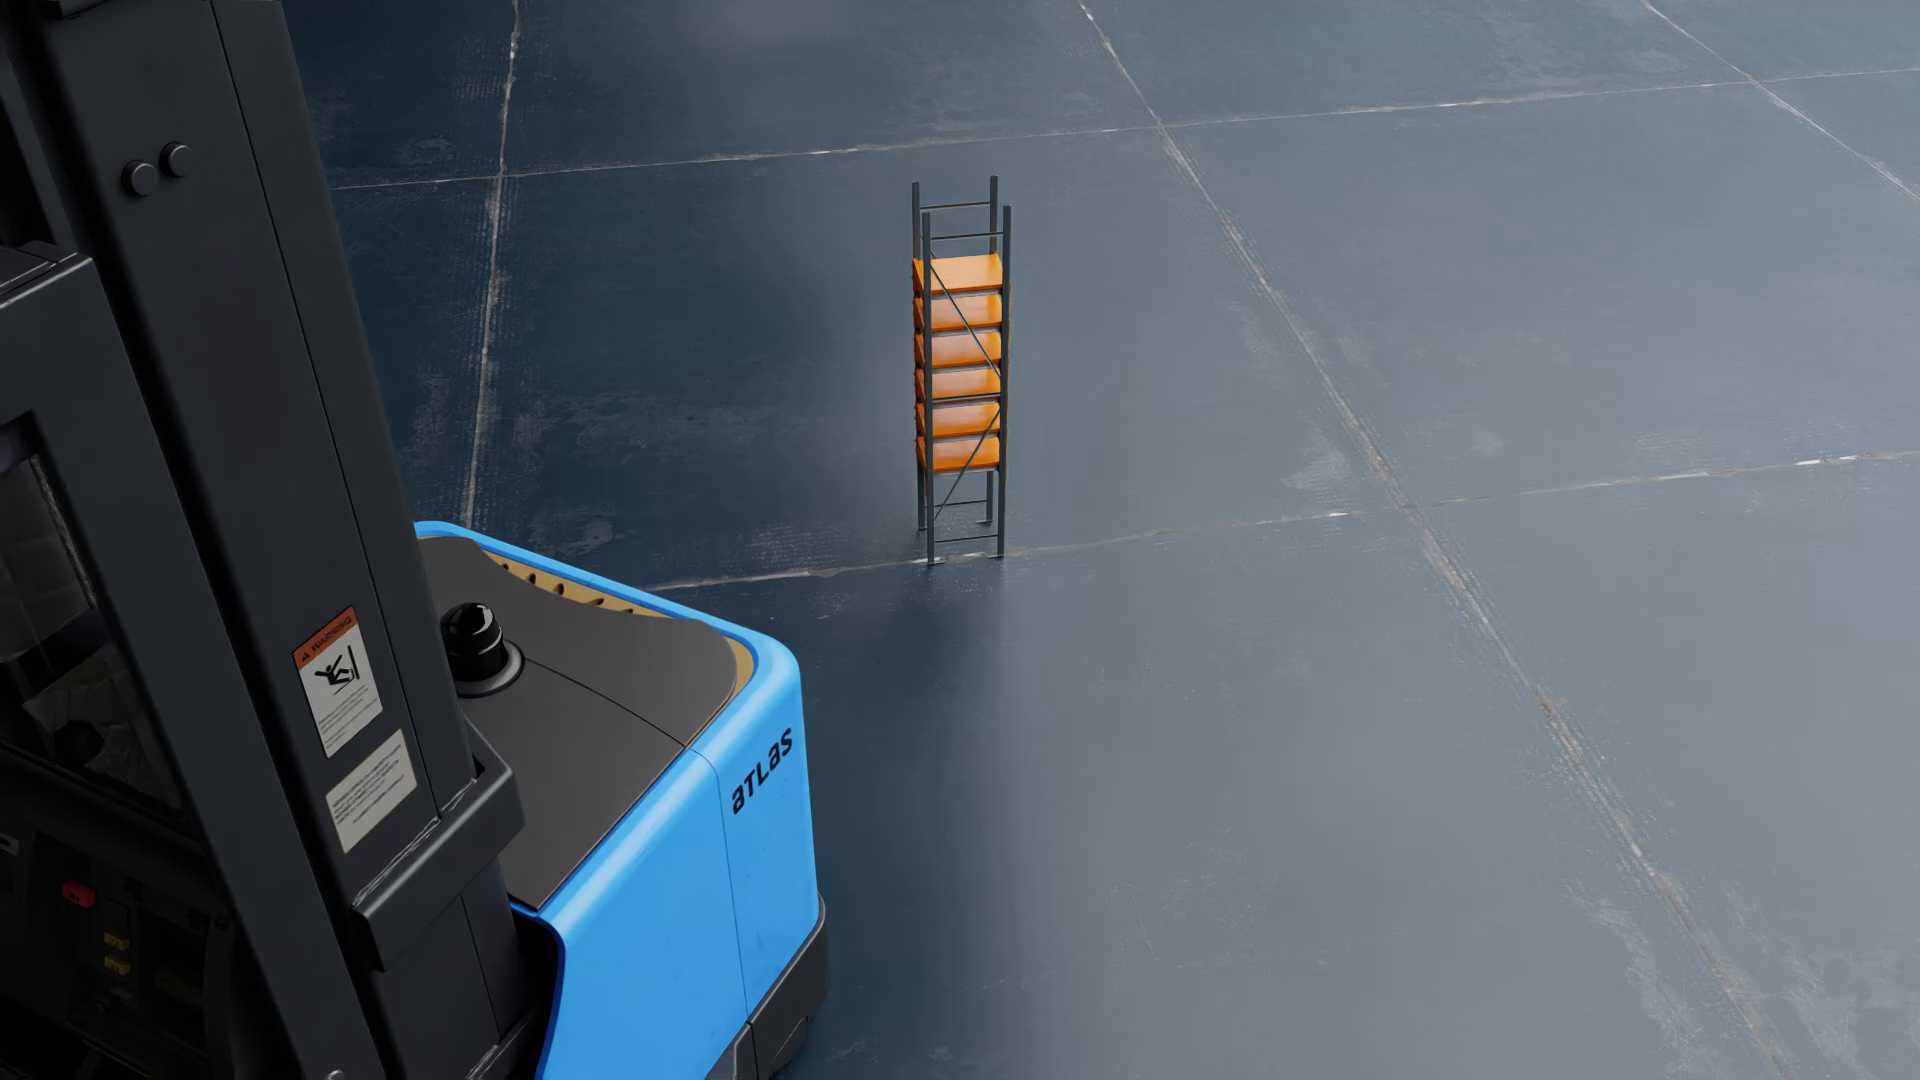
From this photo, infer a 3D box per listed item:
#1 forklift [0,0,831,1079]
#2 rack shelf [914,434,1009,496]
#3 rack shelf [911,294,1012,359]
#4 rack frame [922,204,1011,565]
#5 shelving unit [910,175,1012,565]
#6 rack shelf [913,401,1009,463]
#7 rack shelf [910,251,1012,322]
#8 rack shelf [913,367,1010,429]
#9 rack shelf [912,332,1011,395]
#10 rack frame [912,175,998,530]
[{"bbox_3d":[-1.418,0.566,2.132,1.130,2.935,3.031,17,41,21],"label":"forklift"},{"bbox_3d":[0.003,-0.240,5.045,0.258,0.103,0.180,-6,38,-8],"label":"rack shelf"},{"bbox_3d":[0.003,-0.620,4.751,0.258,0.103,0.180,-6,38,-8],"label":"rack shelf"},{"bbox_3d":[0.019,-0.410,4.800,0.240,1.200,0.006,-6,38,-8],"label":"rack frame"},{"bbox_3d":[0.003,-0.465,4.871,0.258,1.200,0.189,-6,38,-8],"label":"shelving unit"},{"bbox_3d":[0.003,-0.335,4.972,0.258,0.103,0.180,-6,38,-8],"label":"rack shelf"},{"bbox_3d":[0.003,-0.714,4.677,0.258,0.103,0.180,-6,38,-8],"label":"rack shelf"},{"bbox_3d":[0.003,-0.430,4.898,0.258,0.103,0.180,-6,38,-8],"label":"rack shelf"},{"bbox_3d":[0.003,-0.525,4.824,0.258,0.103,0.180,-6,38,-8],"label":"rack shelf"},{"bbox_3d":[-0.013,-0.520,4.942,0.240,1.200,0.006,-6,38,-8],"label":"rack frame"}]
